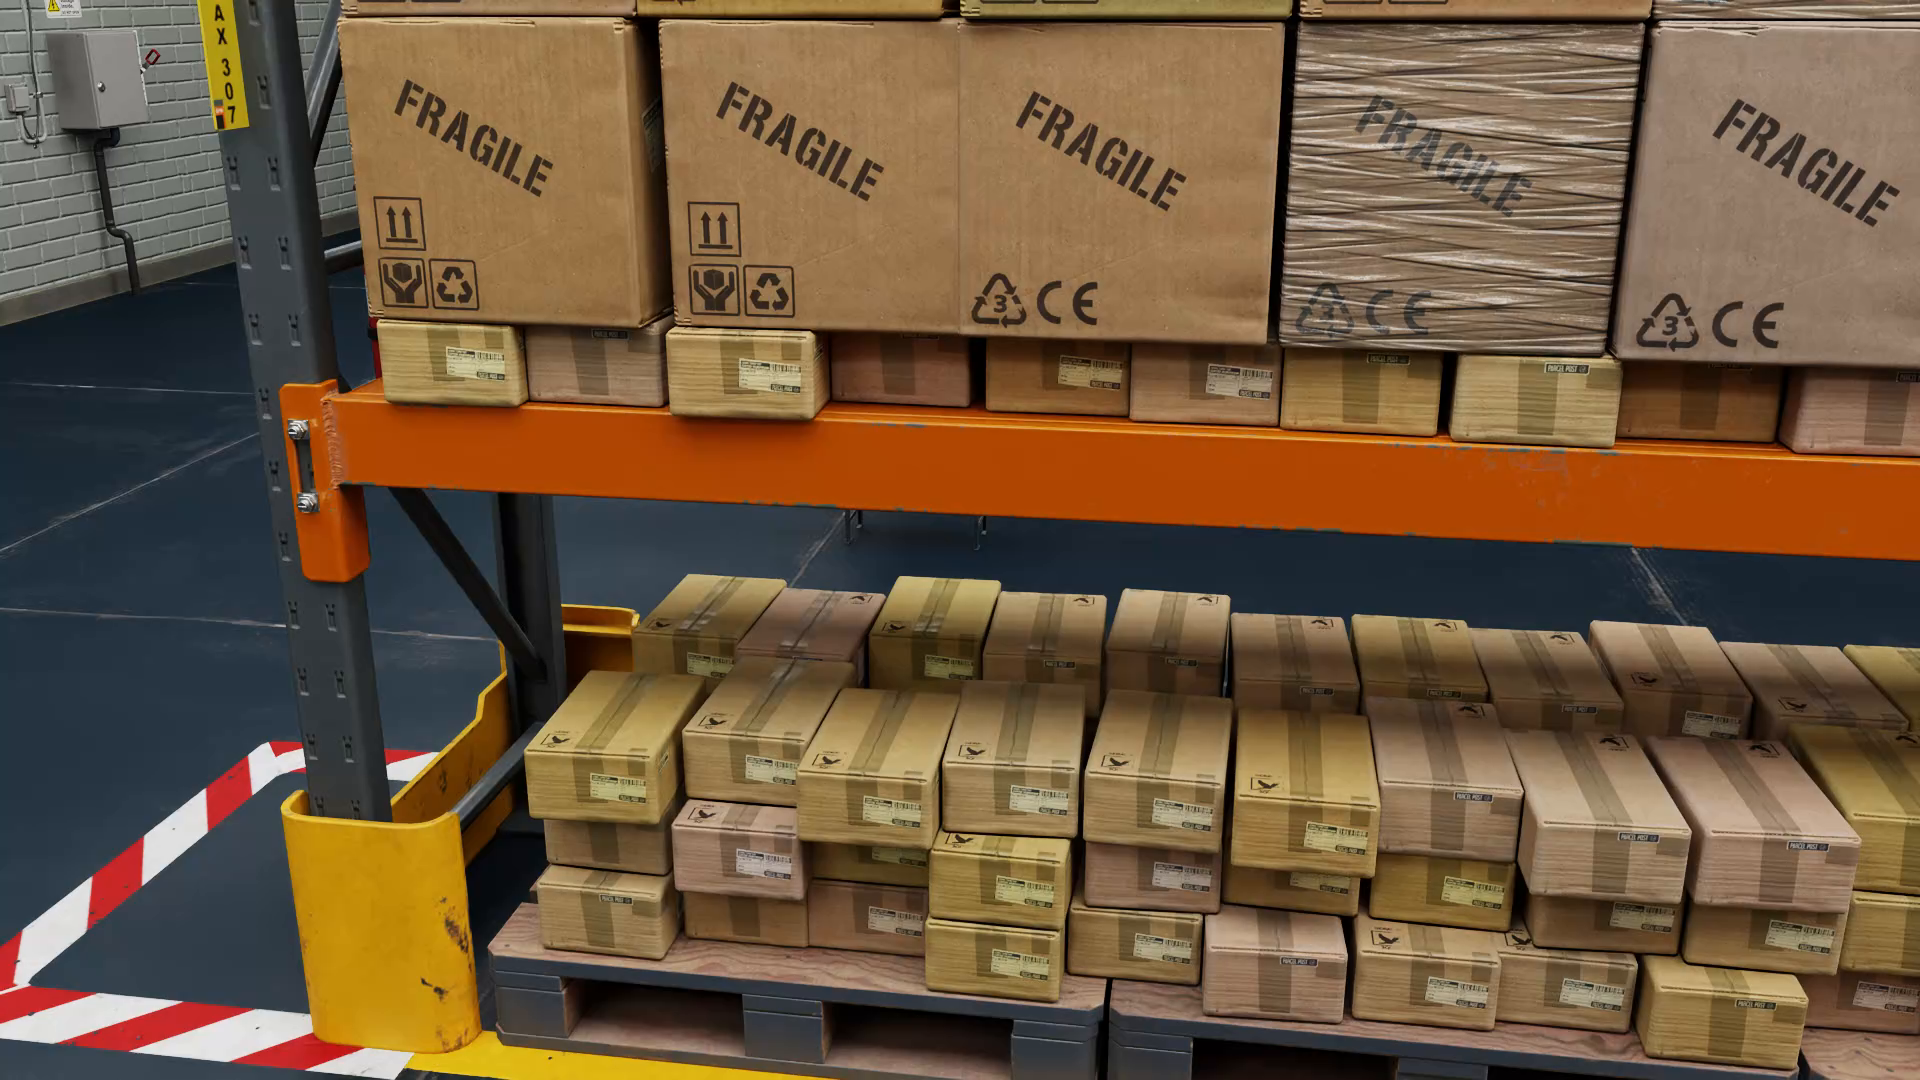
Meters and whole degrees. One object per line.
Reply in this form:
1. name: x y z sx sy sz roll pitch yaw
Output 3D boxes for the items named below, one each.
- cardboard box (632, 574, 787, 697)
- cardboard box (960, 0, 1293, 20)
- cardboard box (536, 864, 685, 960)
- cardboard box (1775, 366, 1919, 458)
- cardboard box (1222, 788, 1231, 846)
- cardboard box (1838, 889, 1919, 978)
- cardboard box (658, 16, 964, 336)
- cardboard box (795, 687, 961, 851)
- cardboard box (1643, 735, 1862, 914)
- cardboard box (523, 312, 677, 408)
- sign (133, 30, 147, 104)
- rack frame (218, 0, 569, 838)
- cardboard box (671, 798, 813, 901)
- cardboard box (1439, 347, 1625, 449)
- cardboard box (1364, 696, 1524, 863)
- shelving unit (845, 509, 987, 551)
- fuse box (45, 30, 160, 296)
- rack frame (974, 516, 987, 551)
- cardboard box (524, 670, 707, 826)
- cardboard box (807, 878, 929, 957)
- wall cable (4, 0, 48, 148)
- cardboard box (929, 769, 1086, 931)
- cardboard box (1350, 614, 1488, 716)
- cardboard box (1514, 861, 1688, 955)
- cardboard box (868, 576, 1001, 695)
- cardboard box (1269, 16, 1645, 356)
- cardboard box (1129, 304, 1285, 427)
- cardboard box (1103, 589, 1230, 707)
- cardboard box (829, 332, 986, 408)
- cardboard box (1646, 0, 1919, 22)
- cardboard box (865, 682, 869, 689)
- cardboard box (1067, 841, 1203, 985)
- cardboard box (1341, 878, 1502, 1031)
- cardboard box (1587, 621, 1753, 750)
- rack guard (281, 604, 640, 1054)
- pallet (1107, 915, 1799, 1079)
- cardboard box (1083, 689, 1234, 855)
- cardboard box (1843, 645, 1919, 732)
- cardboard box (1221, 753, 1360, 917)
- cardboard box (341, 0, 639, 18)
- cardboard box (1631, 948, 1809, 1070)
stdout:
1. cardboard box: -0.566 0.216 3.824 0.250 0.149 0.380 3 19 9
2. cardboard box: 0.281 -1.102 2.668 0.500 0.500 0.500 2 19 7
3. cardboard box: -0.663 0.677 3.382 0.250 0.149 0.380 3 19 10
4. cardboard box: 1.451 -0.259 2.745 0.250 0.149 0.380 2 19 6
5. cardboard box: 0.715 0.555 3.748 0.250 0.149 0.380 3 19 10
6. cardboard box: 1.690 0.634 3.044 0.250 0.149 0.380 3 19 9
7. cardboard box: -0.197 -0.662 2.929 0.500 0.500 0.500 3 19 9
8. cardboard box: -0.146 0.430 3.183 0.250 0.149 0.380 3 19 9
9. cardboard box: 1.396 0.501 2.973 0.250 0.149 0.380 2 19 6
10. cardboard box: -0.603 -0.364 3.060 0.250 0.149 0.380 4 19 11
11. sign: -5.664 -3.205 11.305 0.001 0.494 0.329 3 19 9
12. rack frame: -1.129 -0.602 3.375 0.127 3.000 1.000 3 19 9
13. cardboard box: -0.391 0.548 3.301 0.250 0.149 0.380 3 19 8
14. cardboard box: 0.946 -0.279 2.805 0.250 0.149 0.380 3 19 10
15. cardboard box: 0.900 0.444 3.142 0.250 0.149 0.380 3 19 9
16. shelving unit: -0.163 -0.577 6.138 0.503 1.200 0.258 3 19 9
17. fuse box: -5.538 -2.474 11.001 0.414 1.711 0.539 3 19 9
18. rack frame: 0.077 -0.565 6.101 0.015 1.200 0.240 3 19 9
19. cardboard box: -0.666 0.401 3.270 0.250 0.149 0.380 2 19 6
20. cardboard box: -0.145 0.675 3.389 0.250 0.149 0.380 3 19 9
21. wall cable: -5.801 -3.361 10.020 0.122 1.984 0.588 3 19 9
22. cardboard box: 0.101 0.579 3.206 0.250 0.149 0.380 4 19 10
23. cardboard box: 0.974 0.301 3.570 0.250 0.149 0.380 3 19 9
24. cardboard box: 1.174 0.607 3.123 0.250 0.149 0.380 2 19 6
25. cardboard box: -0.051 0.220 3.813 0.250 0.149 0.380 3 19 7
26. cardboard box: 0.789 -0.610 2.773 0.500 0.500 0.500 2 19 7
27. cardboard box: 0.434 -0.321 2.931 0.250 0.149 0.380 3 19 8
28. cardboard box: 0.468 0.249 3.726 0.250 0.149 0.380 4 19 11
29. cardboard box: -0.069 -0.364 3.059 0.250 0.149 0.380 4 19 11
30. cardboard box: 1.299 -1.057 2.532 0.500 0.500 0.500 3 19 10
31. cardboard box: -0.313 0.377 3.812 0.250 0.149 0.380 2 19 7
32. cardboard box: 0.357 0.705 3.299 0.250 0.149 0.380 3 19 9
33. cardboard box: 0.867 0.751 3.162 0.250 0.149 0.380 3 19 9
34. cardboard box: 1.493 0.314 3.532 0.250 0.149 0.380 3 19 10
35. rack guard: -1.054 0.587 3.760 0.348 0.500 1.175 3 19 9
36. pallet: 0.943 0.838 3.465 1.213 0.211 1.003 3 19 9
37. cardboard box: 0.384 0.434 3.173 0.250 0.149 0.380 4 19 11
38. cardboard box: 1.993 0.358 3.400 0.250 0.149 0.380 3 19 8
39. cardboard box: 0.652 0.564 3.253 0.250 0.149 0.380 4 19 11
40. cardboard box: -0.728 -1.159 2.837 0.500 0.500 0.500 3 19 8
41. cardboard box: 1.357 0.787 3.055 0.250 0.149 0.380 3 19 9
